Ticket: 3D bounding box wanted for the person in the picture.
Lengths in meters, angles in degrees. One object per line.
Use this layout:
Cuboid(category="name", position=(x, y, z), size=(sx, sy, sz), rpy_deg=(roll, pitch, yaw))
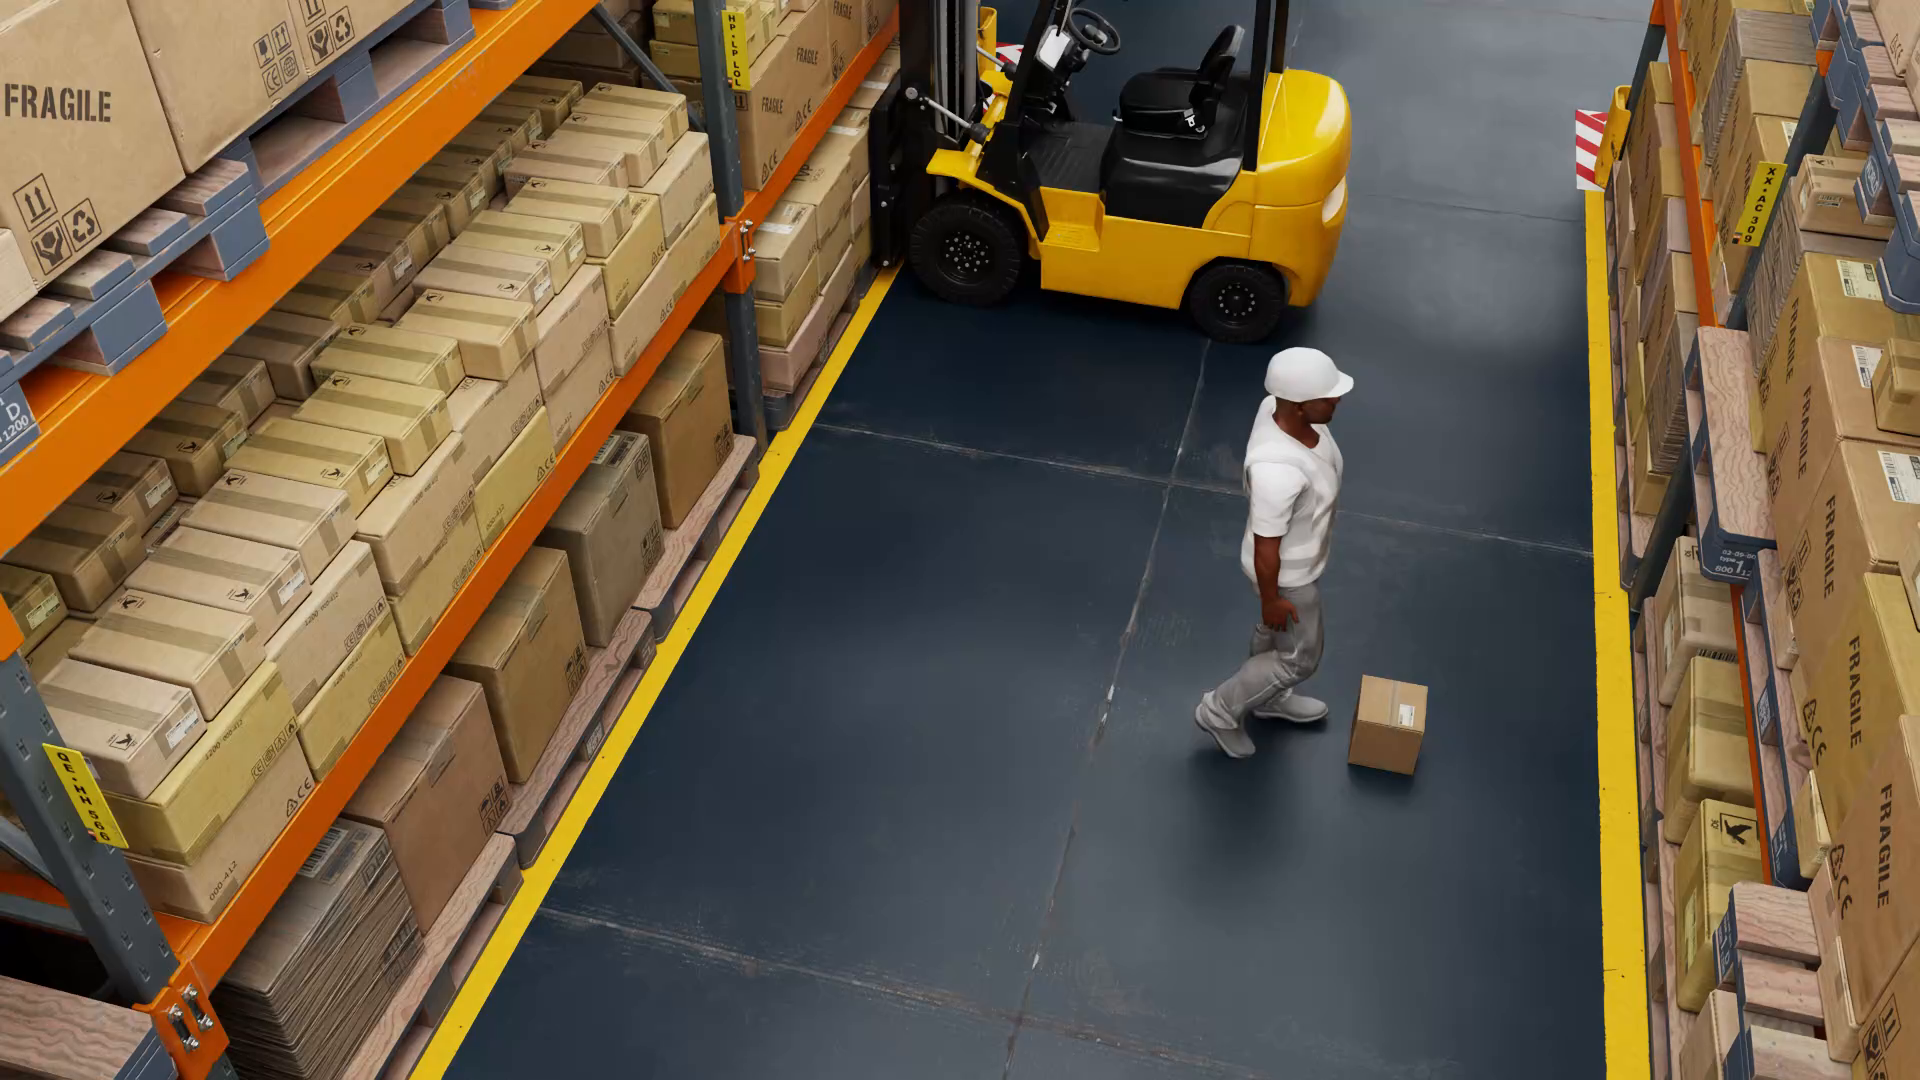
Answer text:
Cuboid(category="person", position=(1.201, 0.067, 6.077), size=(0.508, 1.800, 0.589), rpy_deg=(10, 42, 12))
